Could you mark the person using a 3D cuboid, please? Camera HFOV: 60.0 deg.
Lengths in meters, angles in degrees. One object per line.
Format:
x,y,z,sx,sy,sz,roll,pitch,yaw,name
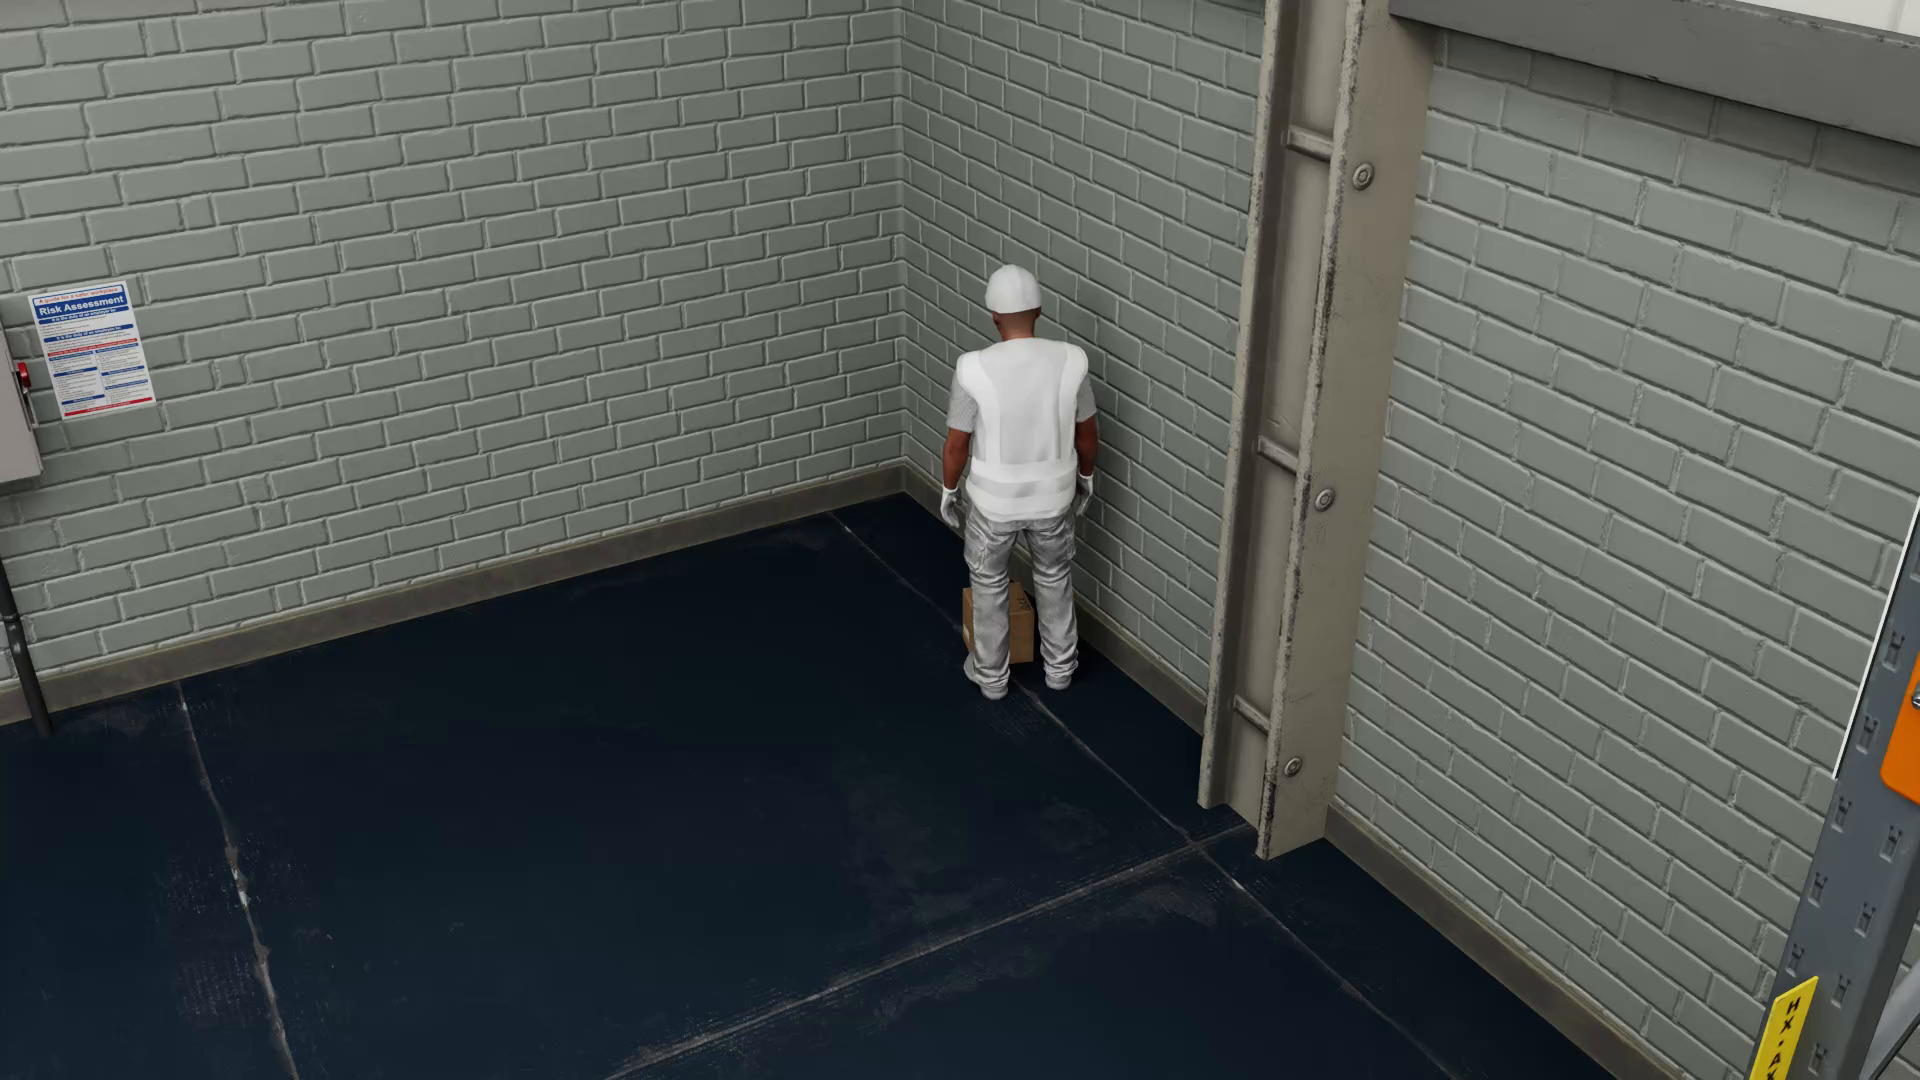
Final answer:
0.231,-0.197,6.471,0.618,1.775,0.446,-5,29,-10,person
